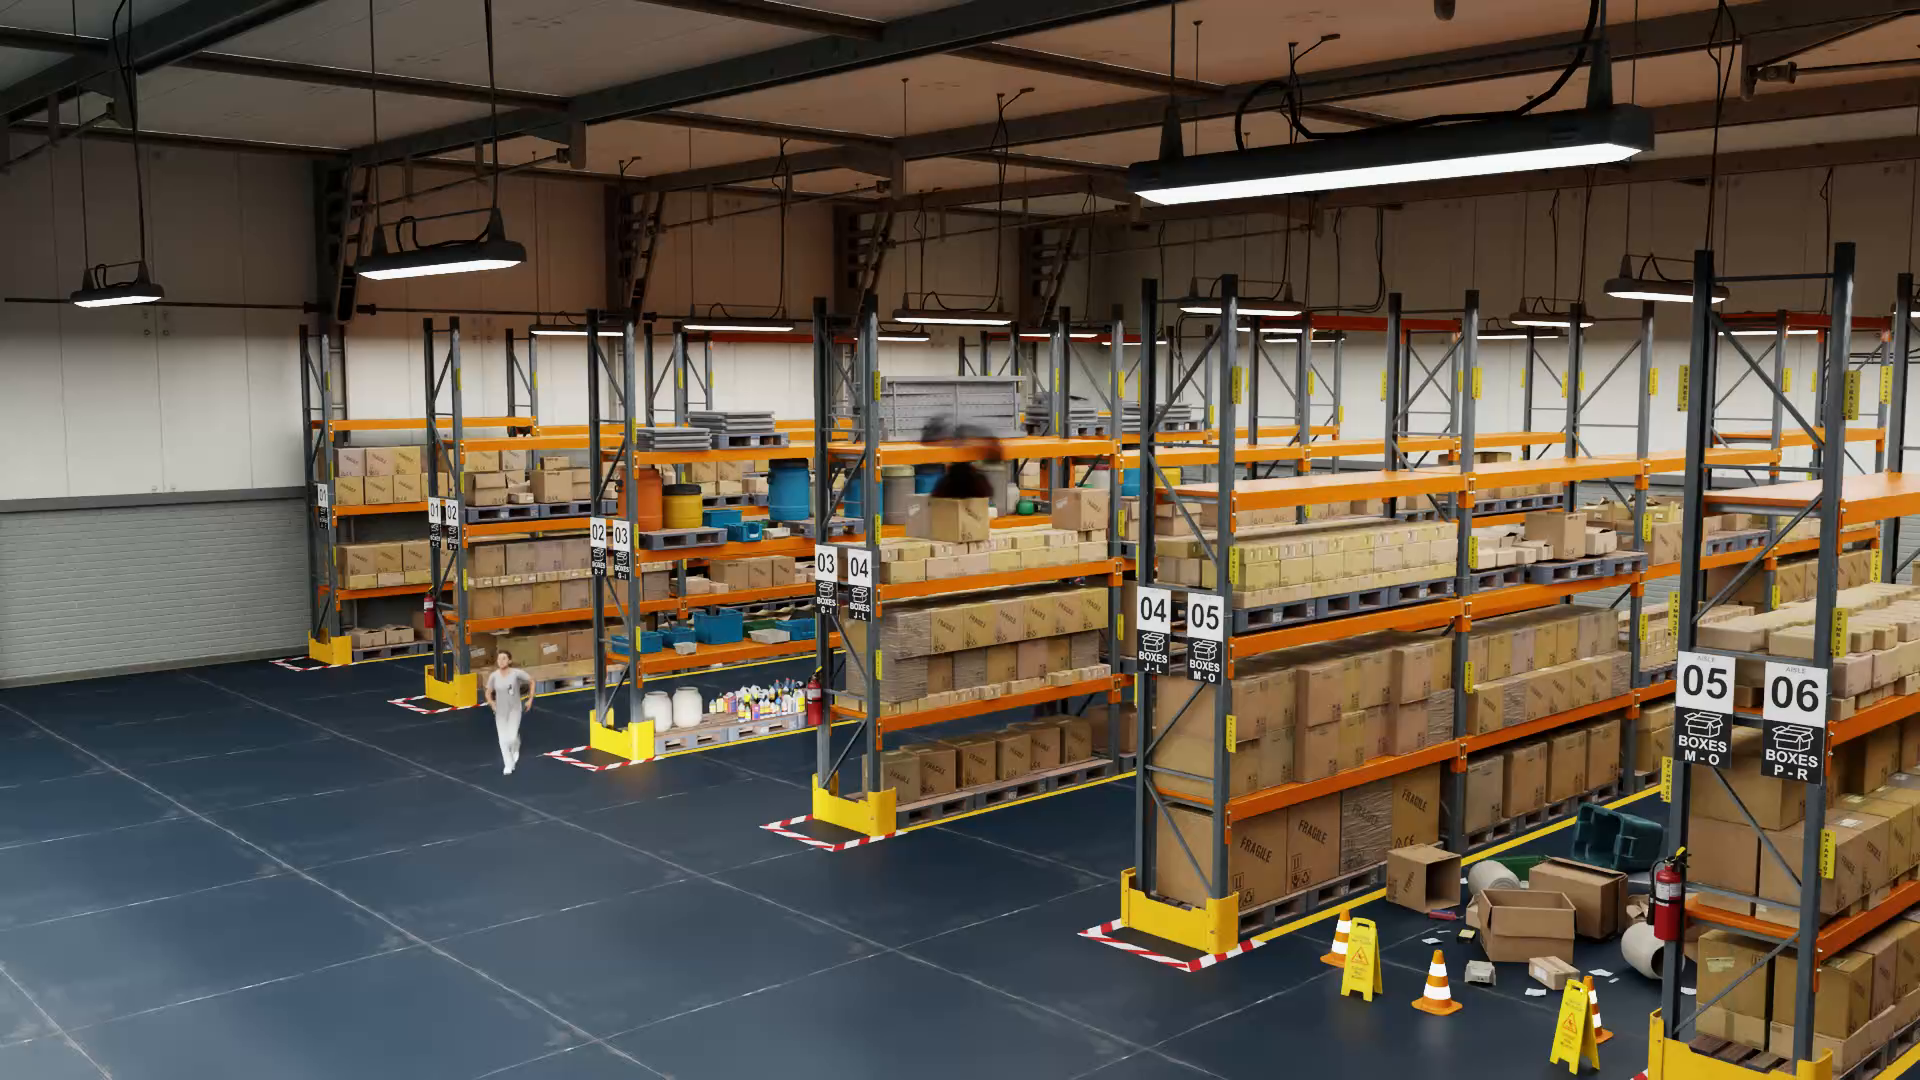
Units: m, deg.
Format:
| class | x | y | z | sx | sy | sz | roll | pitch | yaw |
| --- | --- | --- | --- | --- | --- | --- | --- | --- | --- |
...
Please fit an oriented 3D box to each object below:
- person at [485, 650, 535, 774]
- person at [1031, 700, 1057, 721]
| class | x | y | z | sx | sy | sz | roll | pitch | yaw |
| --- | --- | --- | --- | --- | --- | --- | --- | --- | --- |
| person | -5.773 | 2.213 | 21.275 | 0.593 | 1.625 | 0.620 | 0 | 6 | 0 |
| person | 1.179 | 1.881 | 23.980 | 0.610 | 1.754 | 0.889 | 6 | 8 | 44 |
